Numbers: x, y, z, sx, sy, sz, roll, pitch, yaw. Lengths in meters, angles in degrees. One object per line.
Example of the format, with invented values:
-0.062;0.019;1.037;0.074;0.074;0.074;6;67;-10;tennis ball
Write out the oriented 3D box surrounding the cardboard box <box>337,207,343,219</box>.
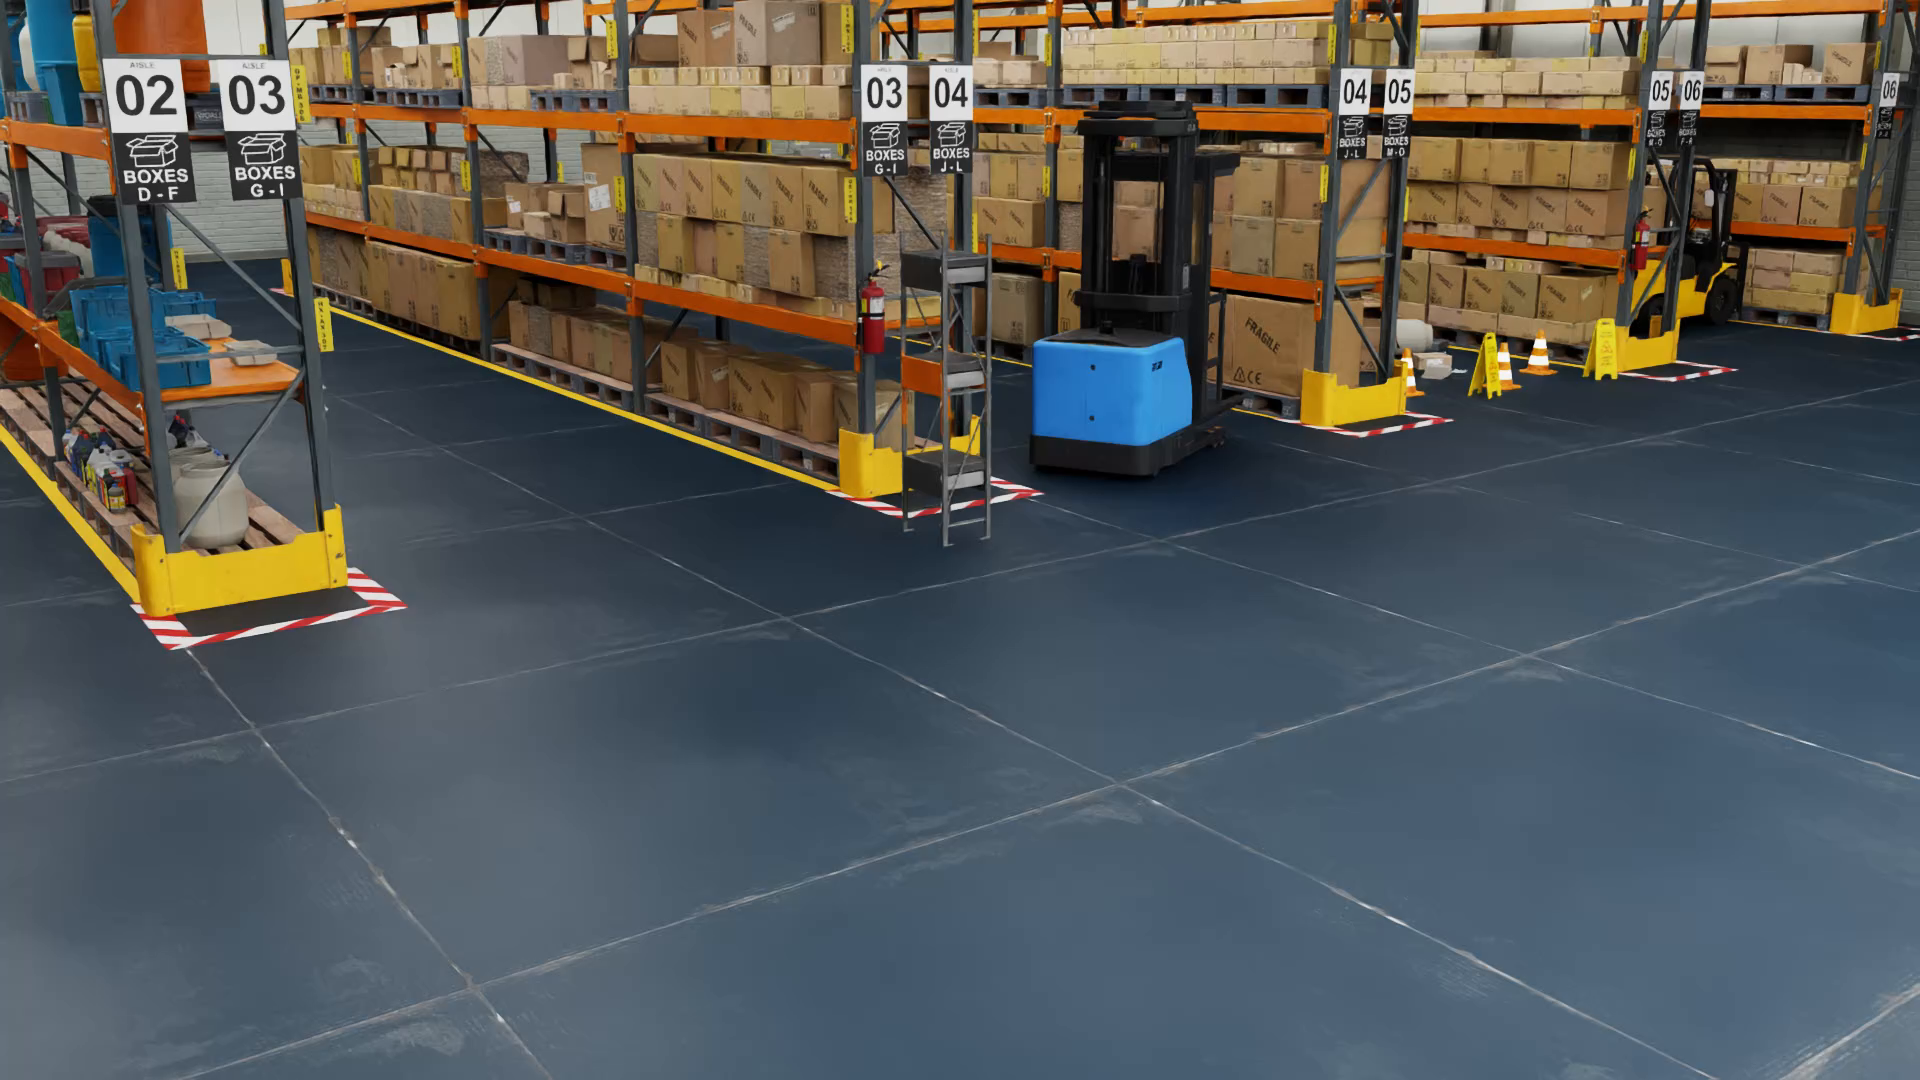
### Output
-8.297;-4.488;22.769;0.380;0.149;0.250;-10;18;-34;cardboard box

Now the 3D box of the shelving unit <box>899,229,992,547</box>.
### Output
-0.097;-1.048;11.428;0.431;2.100;0.503;-11;19;-35;shelving unit

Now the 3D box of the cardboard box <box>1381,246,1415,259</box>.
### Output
5.474;-3.608;20.839;0.380;0.149;0.250;-11;19;-34;cardboard box

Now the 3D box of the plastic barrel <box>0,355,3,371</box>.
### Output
-9.760;-2.019;17.188;0.421;0.512;0.421;0;15;0;plastic barrel

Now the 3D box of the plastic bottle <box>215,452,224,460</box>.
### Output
-5.365;-0.504;12.072;0.097;0.271;0.097;0;15;0;plastic bottle

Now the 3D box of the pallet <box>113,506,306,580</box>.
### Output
-4.906;0.062;10.949;1.003;0.211;1.213;-11;19;-35;pallet

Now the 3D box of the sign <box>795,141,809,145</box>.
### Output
-3.451;-8.752;36.308;0.339;0.242;0.001;-11;19;-35;sign

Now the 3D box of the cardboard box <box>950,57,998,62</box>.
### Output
0.167;-5.465;19.365;0.500;0.311;0.500;-12;19;-37;cardboard box

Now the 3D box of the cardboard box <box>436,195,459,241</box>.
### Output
-5.826;-3.799;19.585;0.500;0.500;0.500;-11;19;-35;cardboard box

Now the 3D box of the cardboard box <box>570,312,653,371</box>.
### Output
-3.634;-2.088;17.423;0.700;0.500;0.500;-13;20;-39;cardboard box

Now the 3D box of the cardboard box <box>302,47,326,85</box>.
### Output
-8.826;-6.686;23.467;0.700;0.500;0.500;-12;20;-38;cardboard box

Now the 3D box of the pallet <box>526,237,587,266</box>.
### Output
-3.850;-3.068;17.466;1.003;0.211;1.213;-11;19;-35;pallet

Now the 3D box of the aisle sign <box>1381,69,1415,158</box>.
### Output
4.012;-3.902;15.226;0.394;0.787;0.004;-11;19;-35;aisle sign

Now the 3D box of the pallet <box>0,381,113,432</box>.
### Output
-8.630;-1.291;15.894;1.003;0.211;1.213;-11;19;-35;pallet

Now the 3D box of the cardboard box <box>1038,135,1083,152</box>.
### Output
1.566;-6.040;25.877;0.500;0.500;0.500;-11;19;-35;cardboard box

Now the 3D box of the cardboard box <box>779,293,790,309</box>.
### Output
-1.261;-1.990;13.642;0.380;0.149;0.250;-11;19;-35;cardboard box

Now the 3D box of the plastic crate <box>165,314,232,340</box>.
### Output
-5.542;-1.519;11.944;0.530;0.136;0.437;-11;19;-35;plastic crate

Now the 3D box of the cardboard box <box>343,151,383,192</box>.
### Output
-7.886;-4.920;22.171;0.500;0.500;0.500;-10;18;-33;cardboard box

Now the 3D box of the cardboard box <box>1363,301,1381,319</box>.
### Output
4.850;-2.616;20.183;0.500;0.500;0.500;1;15;4;cardboard box

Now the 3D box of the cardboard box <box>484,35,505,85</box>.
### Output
-4.684;-5.064;17.576;0.500;0.500;0.500;-11;19;-34;cardboard box

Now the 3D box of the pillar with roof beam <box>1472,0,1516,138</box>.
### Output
4.995;-7.973;23.660;9.100;9.000;0.400;-11;19;-35;pillar with roof beam

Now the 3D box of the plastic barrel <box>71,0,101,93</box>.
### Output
-5.123;-3.063;10.252;0.600;0.588;0.600;0;15;0;plastic barrel

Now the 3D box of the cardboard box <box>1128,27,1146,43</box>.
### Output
1.916;-5.084;16.767;0.380;0.149;0.250;-11;19;-34;cardboard box

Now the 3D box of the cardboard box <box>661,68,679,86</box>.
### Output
-2.399;-4.064;14.590;0.380;0.149;0.250;-11;19;-34;cardboard box

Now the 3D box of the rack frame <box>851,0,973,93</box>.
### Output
-0.344;-4.762;11.928;1.000;3.000;0.127;-11;19;-35;rack frame

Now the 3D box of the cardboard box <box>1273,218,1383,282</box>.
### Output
3.473;-2.761;15.698;0.875;0.550;0.550;-11;19;-35;cardboard box

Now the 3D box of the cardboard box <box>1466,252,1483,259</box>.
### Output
8.124;-4.526;26.133;0.875;0.625;0.625;-12;19;-37;cardboard box

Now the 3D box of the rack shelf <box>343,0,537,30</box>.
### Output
-6.223;-6.357;19.878;1.077;0.370;4.000;-11;19;-35;rack shelf

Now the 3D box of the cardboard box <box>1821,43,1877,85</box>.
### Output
11.228;-5.980;20.887;0.500;0.500;0.500;-10;18;-33;cardboard box

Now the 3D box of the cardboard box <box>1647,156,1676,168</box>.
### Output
9.733;-5.257;23.118;0.380;0.149;0.250;-10;18;-33;cardboard box

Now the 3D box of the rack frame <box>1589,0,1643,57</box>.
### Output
9.333;-7.925;23.487;1.000;3.000;0.127;-11;19;-35;rack frame

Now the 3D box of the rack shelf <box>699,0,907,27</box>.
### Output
-2.152;-7.106;22.612;1.077;0.370;4.000;-11;19;-35;rack shelf

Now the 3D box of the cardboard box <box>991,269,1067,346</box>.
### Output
0.938;-2.707;19.250;1.050;0.750;0.750;-11;19;-35;cardboard box

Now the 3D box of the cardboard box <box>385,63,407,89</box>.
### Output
-6.827;-5.789;20.736;0.500;0.311;0.500;-12;19;-36;cardboard box

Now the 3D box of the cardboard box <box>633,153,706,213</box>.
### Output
-2.637;-3.261;15.161;0.500;0.500;0.500;-11;19;-35;cardboard box

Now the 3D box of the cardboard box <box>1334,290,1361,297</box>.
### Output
5.010;-3.307;22.160;0.950;0.372;0.625;-11;19;-34;cardboard box

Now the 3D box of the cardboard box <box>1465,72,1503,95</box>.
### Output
6.251;-5.317;19.359;0.500;0.250;0.500;-11;19;-34;cardboard box

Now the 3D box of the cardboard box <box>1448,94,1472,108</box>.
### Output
5.992;-5.193;19.660;0.380;0.149;0.250;-11;19;-36;cardboard box

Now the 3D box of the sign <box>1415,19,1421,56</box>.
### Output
4.180;-4.608;15.242;0.100;0.325;0.005;-11;19;-35;sign

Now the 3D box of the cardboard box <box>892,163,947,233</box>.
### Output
-0.447;-2.702;13.119;0.500;0.500;0.500;-11;19;-35;cardboard box

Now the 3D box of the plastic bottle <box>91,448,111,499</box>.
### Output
-6.093;-0.481;11.834;0.144;0.351;0.185;-10;18;-32;plastic bottle

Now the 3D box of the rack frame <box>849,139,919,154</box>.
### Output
-0.976;-4.325;21.696;1.000;3.000;0.127;-11;19;-35;rack frame

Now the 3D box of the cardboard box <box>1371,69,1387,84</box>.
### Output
3.786;-4.316;15.472;0.380;0.149;0.250;-11;19;-34;cardboard box

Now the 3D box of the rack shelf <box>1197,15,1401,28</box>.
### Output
5.805;-8.667;28.316;1.077;0.370;4.000;-11;19;-35;rack shelf

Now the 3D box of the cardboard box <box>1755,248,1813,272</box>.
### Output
10.857;-3.694;21.911;0.500;0.250;0.500;-10;18;-34;cardboard box

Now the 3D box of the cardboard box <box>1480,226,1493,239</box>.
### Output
6.396;-3.661;19.747;0.380;0.149;0.250;-11;19;-35;cardboard box

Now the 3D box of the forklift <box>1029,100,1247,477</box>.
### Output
1.706;-2.260;14.280;1.130;2.935;3.031;8;17;27;forklift

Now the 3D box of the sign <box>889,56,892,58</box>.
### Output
-1.288;-8.740;30.618;0.100;0.325;0.005;-11;19;-35;sign

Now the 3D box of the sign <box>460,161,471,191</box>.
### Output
-5.494;-4.048;18.491;0.100;0.325;0.005;-11;19;-35;sign

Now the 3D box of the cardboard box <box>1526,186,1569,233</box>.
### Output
6.840;-3.779;18.948;0.500;0.500;0.500;-11;19;-34;cardboard box

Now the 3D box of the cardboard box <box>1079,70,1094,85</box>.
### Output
1.469;-4.862;17.466;0.380;0.149;0.250;-11;19;-34;cardboard box

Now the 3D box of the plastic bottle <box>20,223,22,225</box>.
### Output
-10.401;-3.382;18.487;0.152;0.276;0.135;-11;19;-35;plastic bottle

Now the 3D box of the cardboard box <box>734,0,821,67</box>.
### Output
-1.460;-4.040;13.271;0.500;0.500;0.500;-11;19;-35;cardboard box

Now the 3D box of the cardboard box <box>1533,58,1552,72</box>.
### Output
6.704;-5.371;18.802;0.380;0.149;0.250;-11;19;-35;cardboard box

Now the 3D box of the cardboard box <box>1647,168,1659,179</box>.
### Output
9.722;-5.114;23.159;0.380;0.149;0.250;-10;18;-33;cardboard box

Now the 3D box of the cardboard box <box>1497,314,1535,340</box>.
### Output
6.681;-2.526;19.534;0.500;0.250;0.500;-11;19;-34;cardboard box
